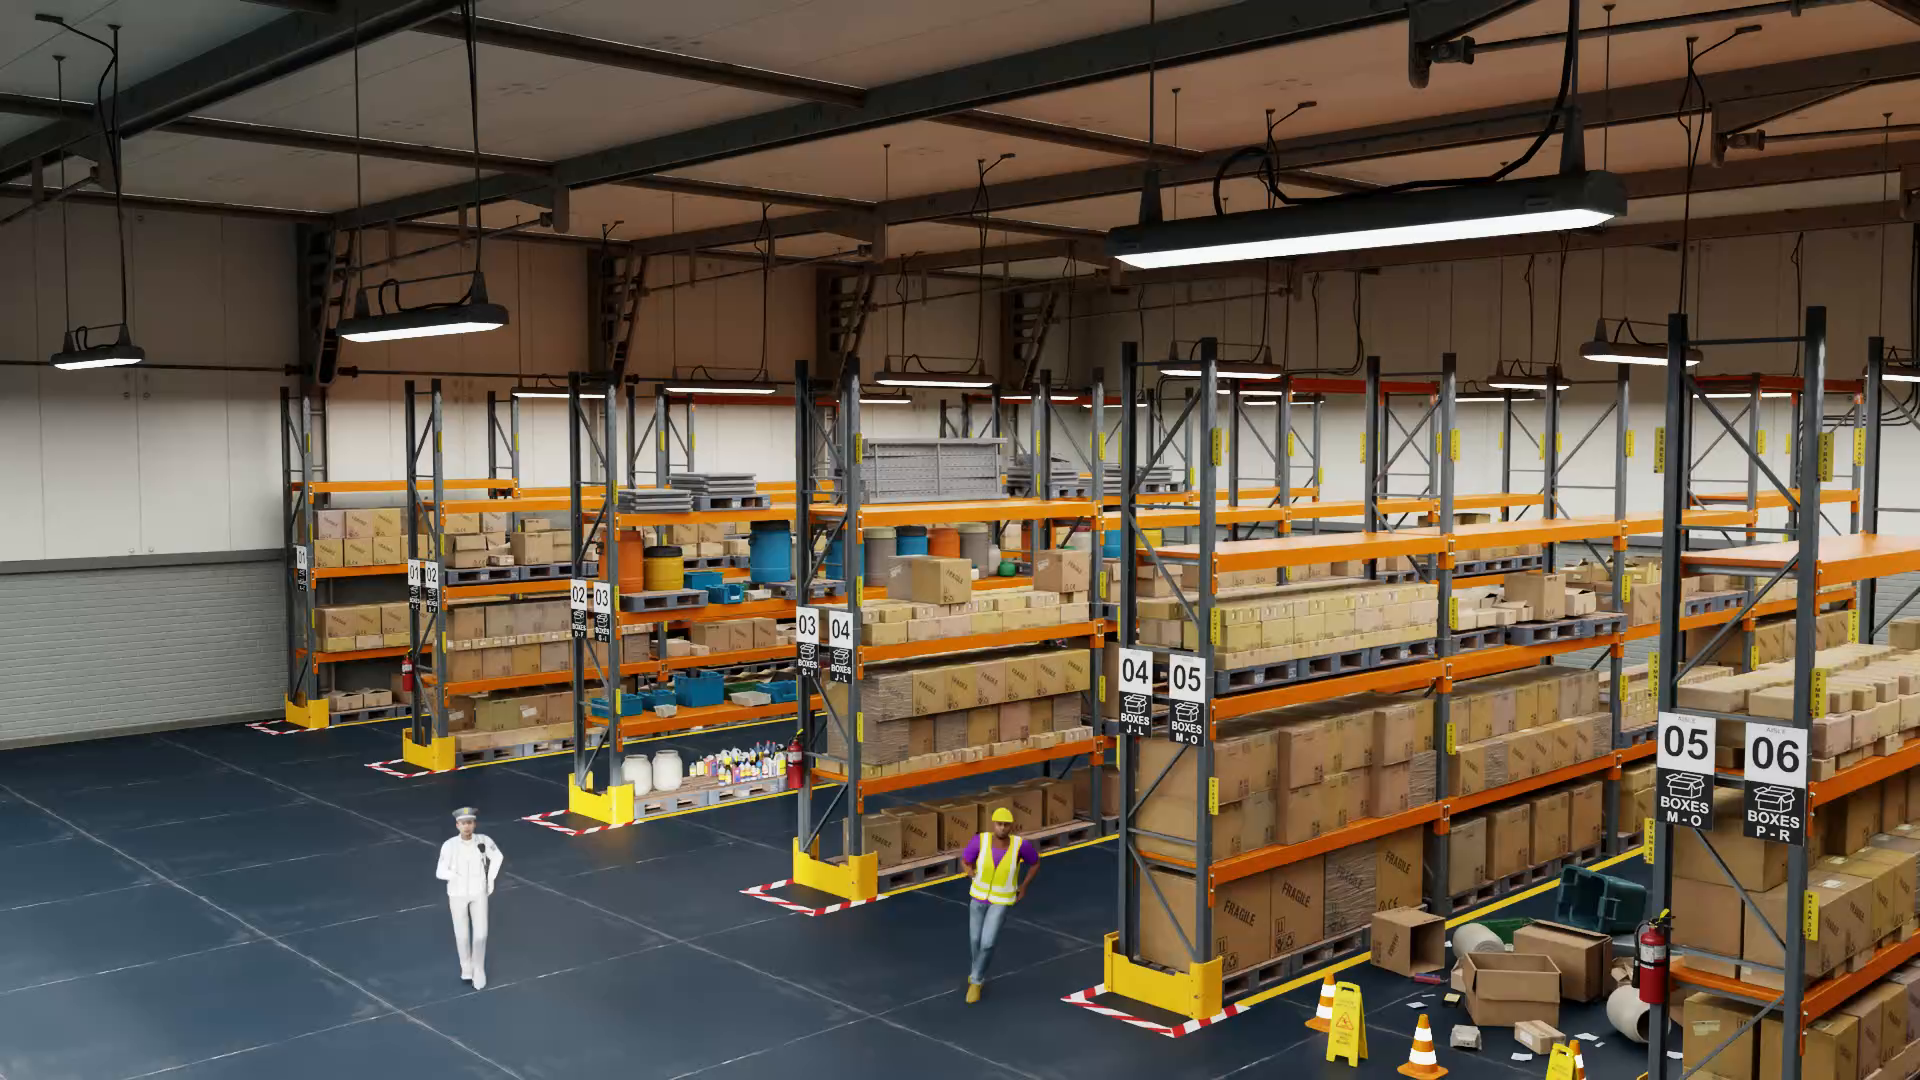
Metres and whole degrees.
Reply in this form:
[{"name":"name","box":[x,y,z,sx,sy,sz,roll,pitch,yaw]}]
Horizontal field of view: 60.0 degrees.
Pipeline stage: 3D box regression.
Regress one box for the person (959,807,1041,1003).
[{"name":"person","box":[0.332,3.330,15.273,0.703,1.780,0.711,1,4,19]}]

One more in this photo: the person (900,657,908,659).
[{"name":"person","box":[-0.804,2.509,28.220,0.865,1.772,0.636,-3,5,-42]}]

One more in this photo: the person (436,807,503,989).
[{"name":"person","box":[-4.564,3.336,15.492,0.594,1.712,0.638,-1,4,-15]}]
